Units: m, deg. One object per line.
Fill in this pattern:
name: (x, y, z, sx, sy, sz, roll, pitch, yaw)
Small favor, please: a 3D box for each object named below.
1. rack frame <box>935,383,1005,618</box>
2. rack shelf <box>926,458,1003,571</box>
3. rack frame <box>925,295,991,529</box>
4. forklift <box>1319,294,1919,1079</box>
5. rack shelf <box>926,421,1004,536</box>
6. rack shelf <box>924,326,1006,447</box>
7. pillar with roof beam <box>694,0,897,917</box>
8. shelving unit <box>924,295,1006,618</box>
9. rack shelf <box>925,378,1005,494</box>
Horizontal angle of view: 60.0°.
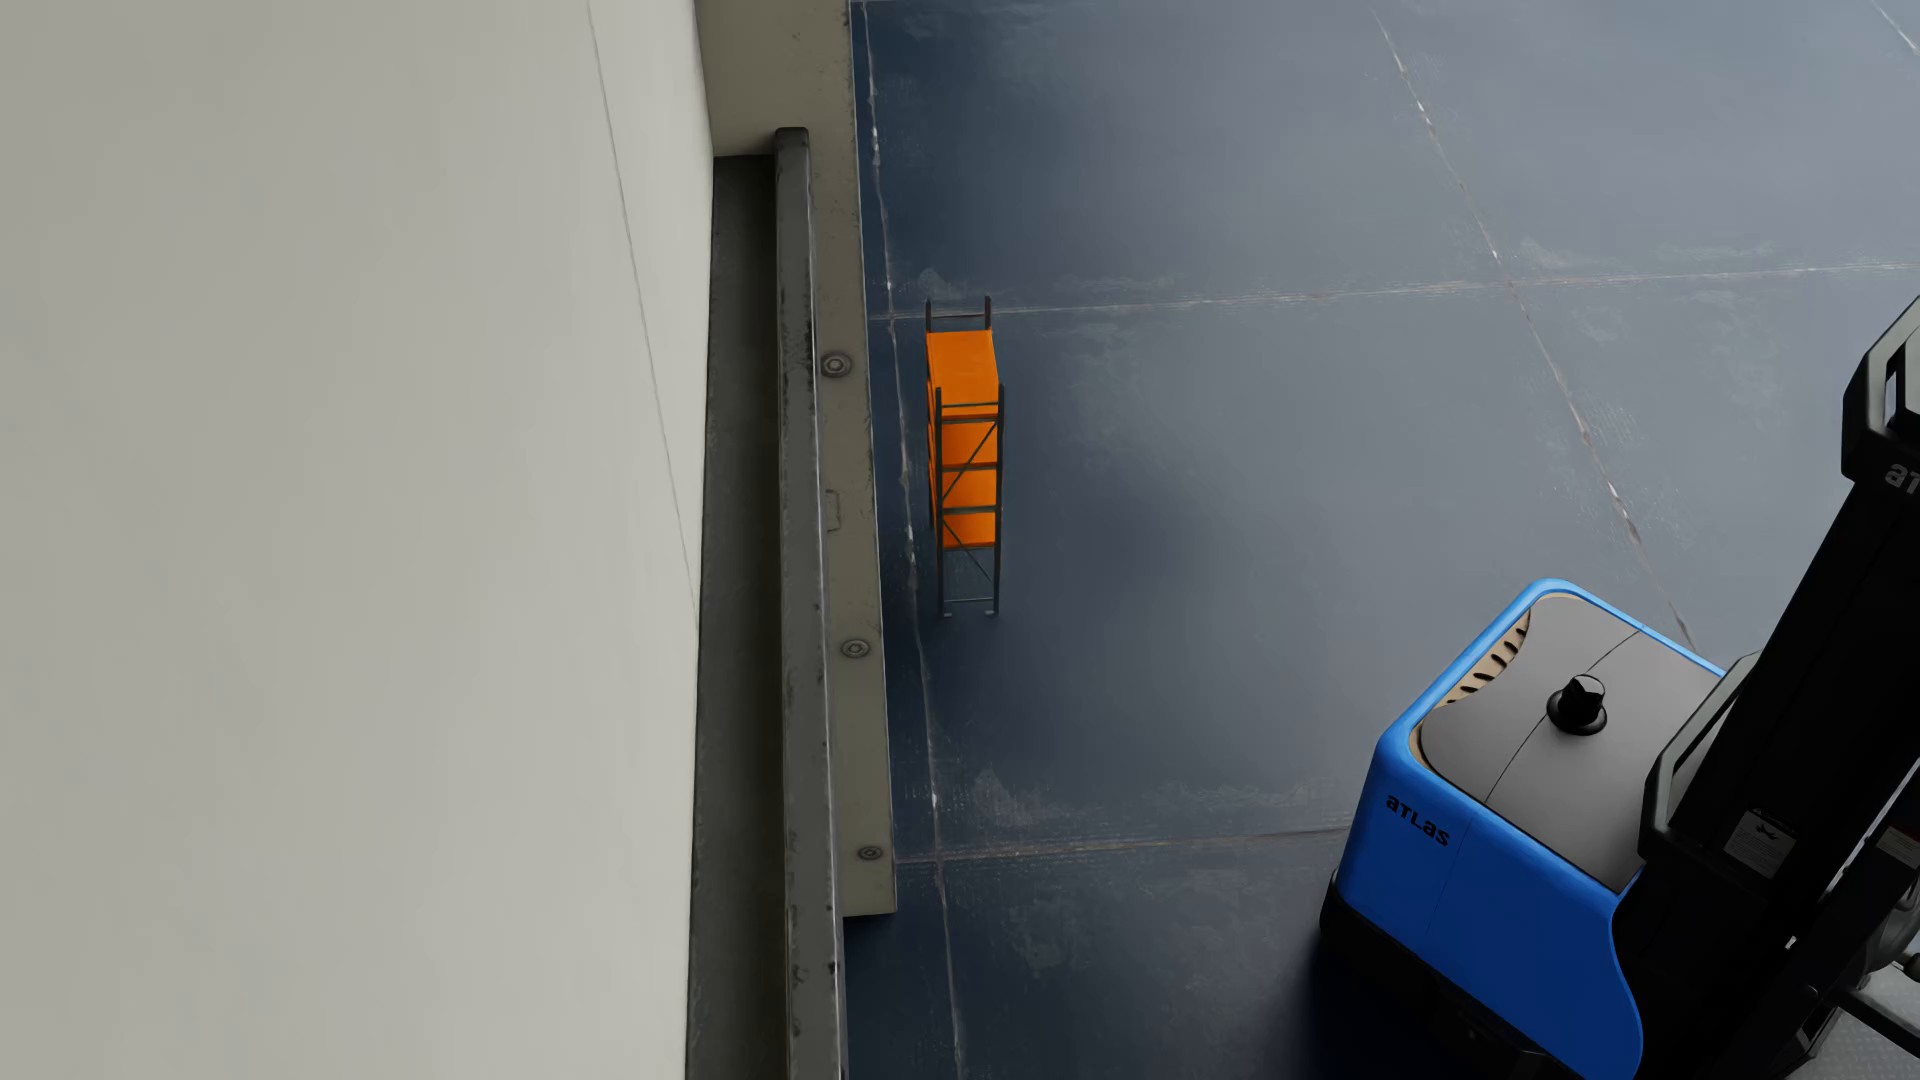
rack frame: (0.034, -0.116, 6.170, 0.240, 1.200, 0.015, -3, 47, -3)
rack shelf: (0.014, -0.110, 6.530, 0.258, 0.148, 0.480, -3, 47, -3)
rack frame: (-0.007, -0.469, 6.505, 0.240, 1.200, 0.015, -3, 47, -3)
forklift: (2.614, 0.822, 4.090, 3.031, 2.935, 1.130, 35, 56, 29)
rack shelf: (0.014, -0.247, 6.386, 0.258, 0.148, 0.480, -3, 47, -3)
rack shelf: (0.014, -0.563, 6.052, 0.258, 0.148, 0.480, -3, 47, -3)
pillar with roof beam: (3.906, -2.218, 2.789, 9.100, 9.000, 0.400, -3, 47, -3)
shelving unit: (0.014, -0.293, 6.337, 0.258, 1.200, 0.503, -3, 47, -3)
rack shelf: (0.014, -0.400, 6.224, 0.258, 0.148, 0.480, -3, 47, -3)
